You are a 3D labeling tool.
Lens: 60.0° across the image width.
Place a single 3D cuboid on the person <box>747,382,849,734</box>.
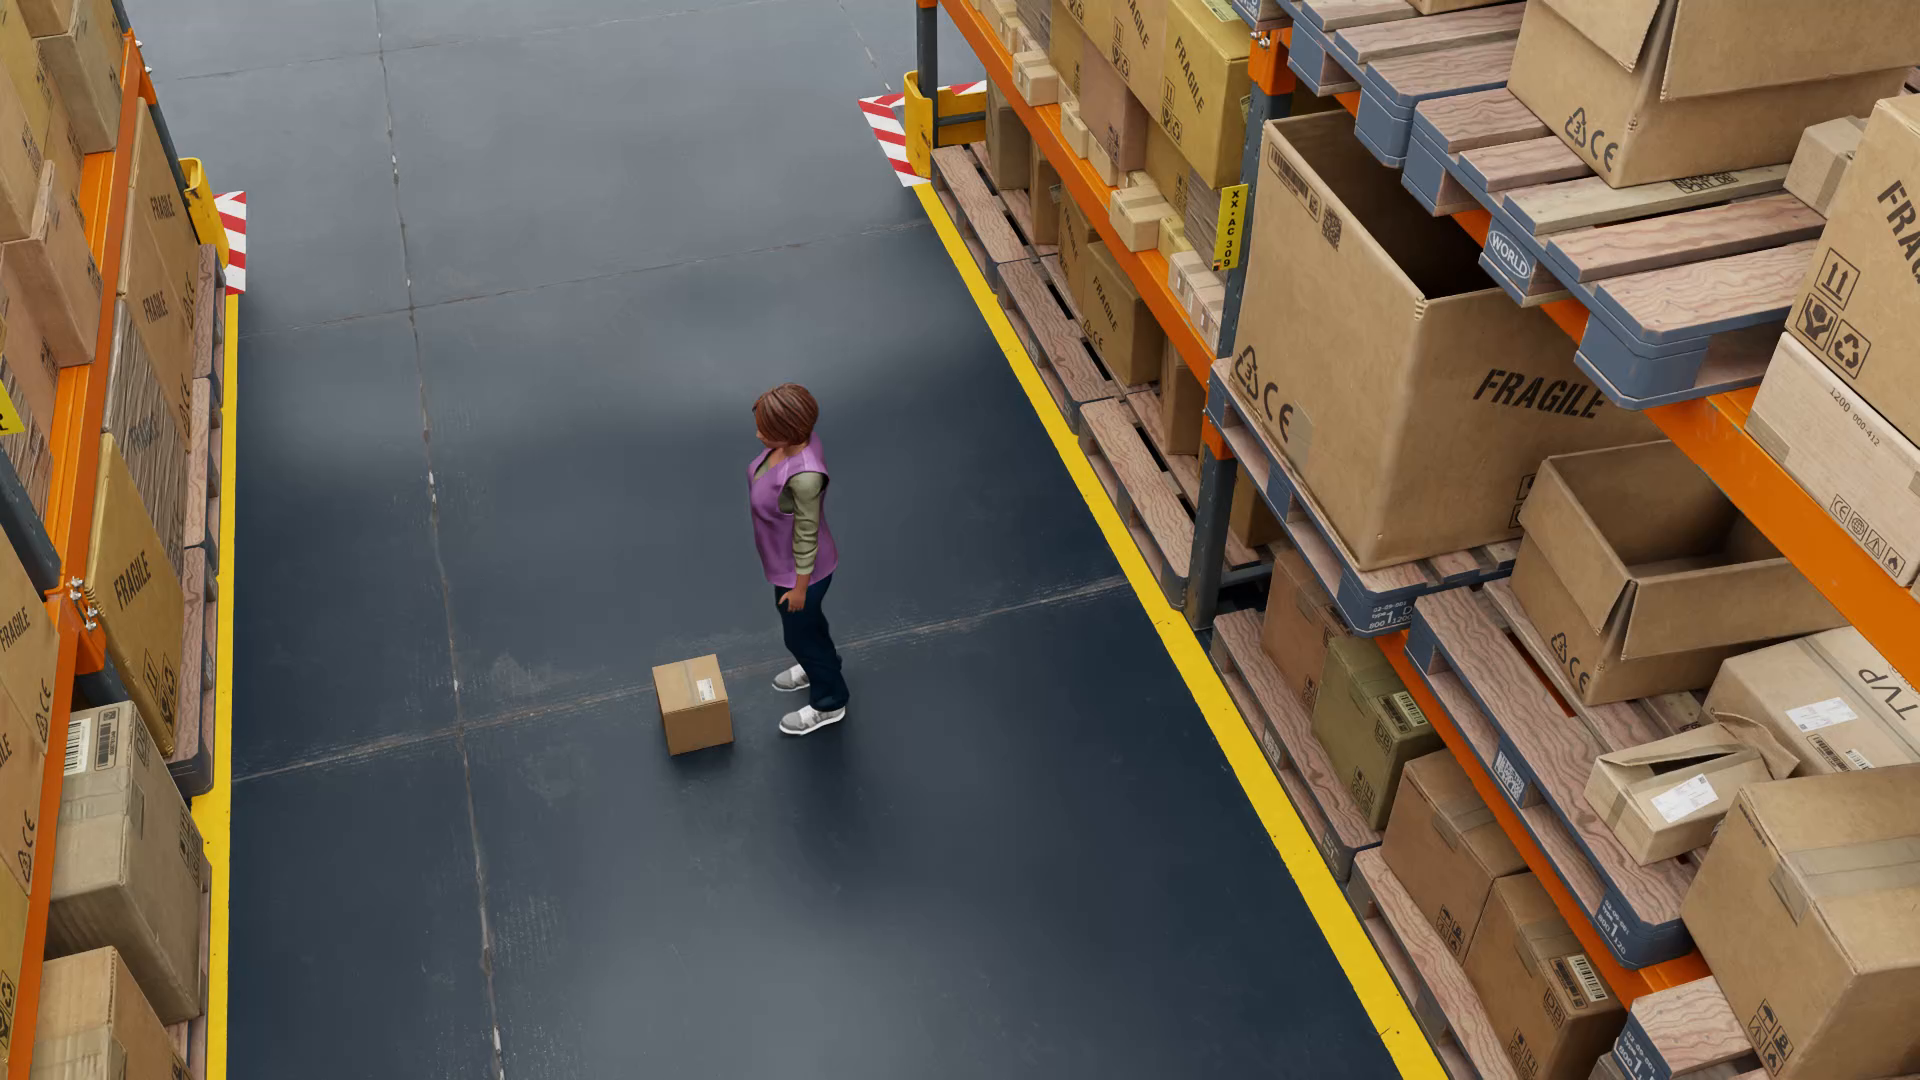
[{"bbox_3d":[-0.590,0.084,6.091,0.312,1.604,0.407,-11,44,-12],"label":"person"}]
